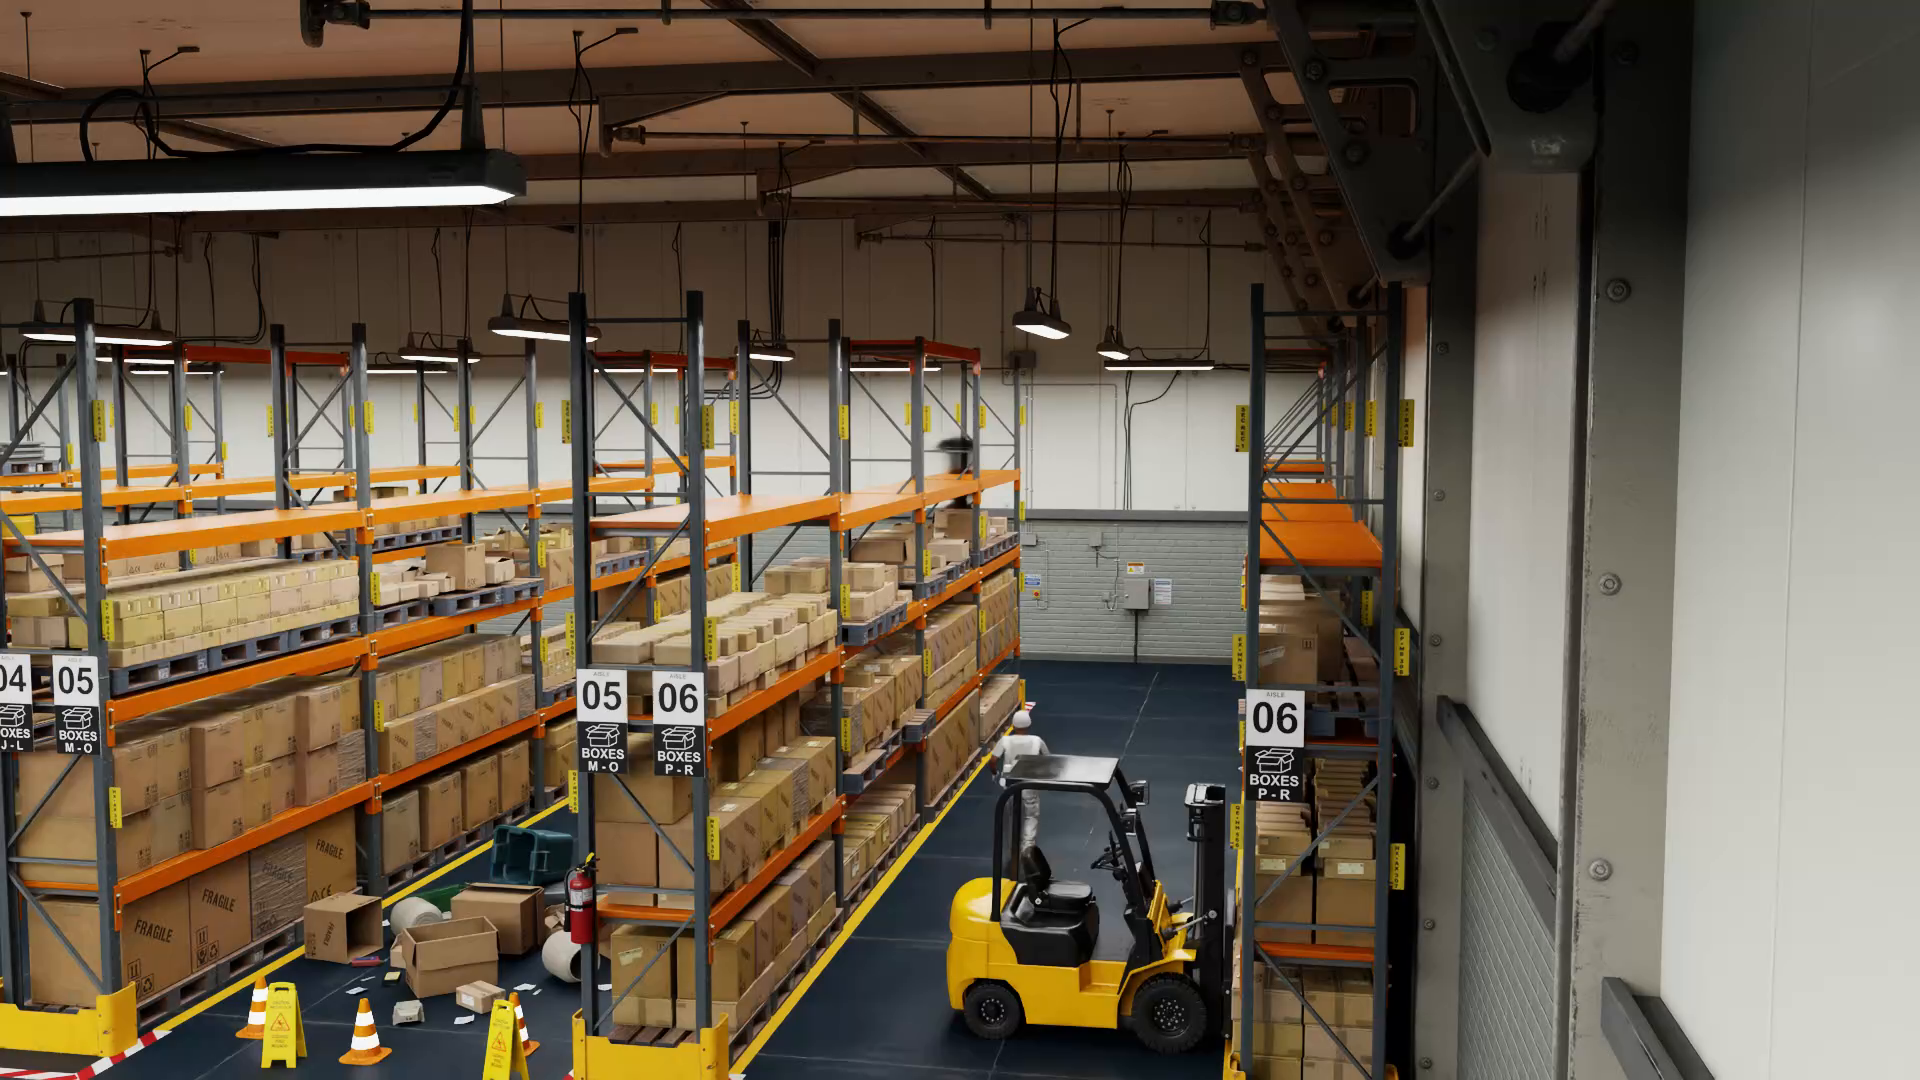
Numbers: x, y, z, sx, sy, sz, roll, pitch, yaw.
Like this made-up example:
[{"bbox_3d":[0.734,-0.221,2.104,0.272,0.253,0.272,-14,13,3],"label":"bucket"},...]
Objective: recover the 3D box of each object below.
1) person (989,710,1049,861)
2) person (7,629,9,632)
[{"bbox_3d":[0.682,2.775,18.623,0.693,1.764,0.947,0,5,6],"label":"person"},{"bbox_3d":[-19.099,1.664,33.125,1.016,1.717,0.732,1,5,15],"label":"person"}]
